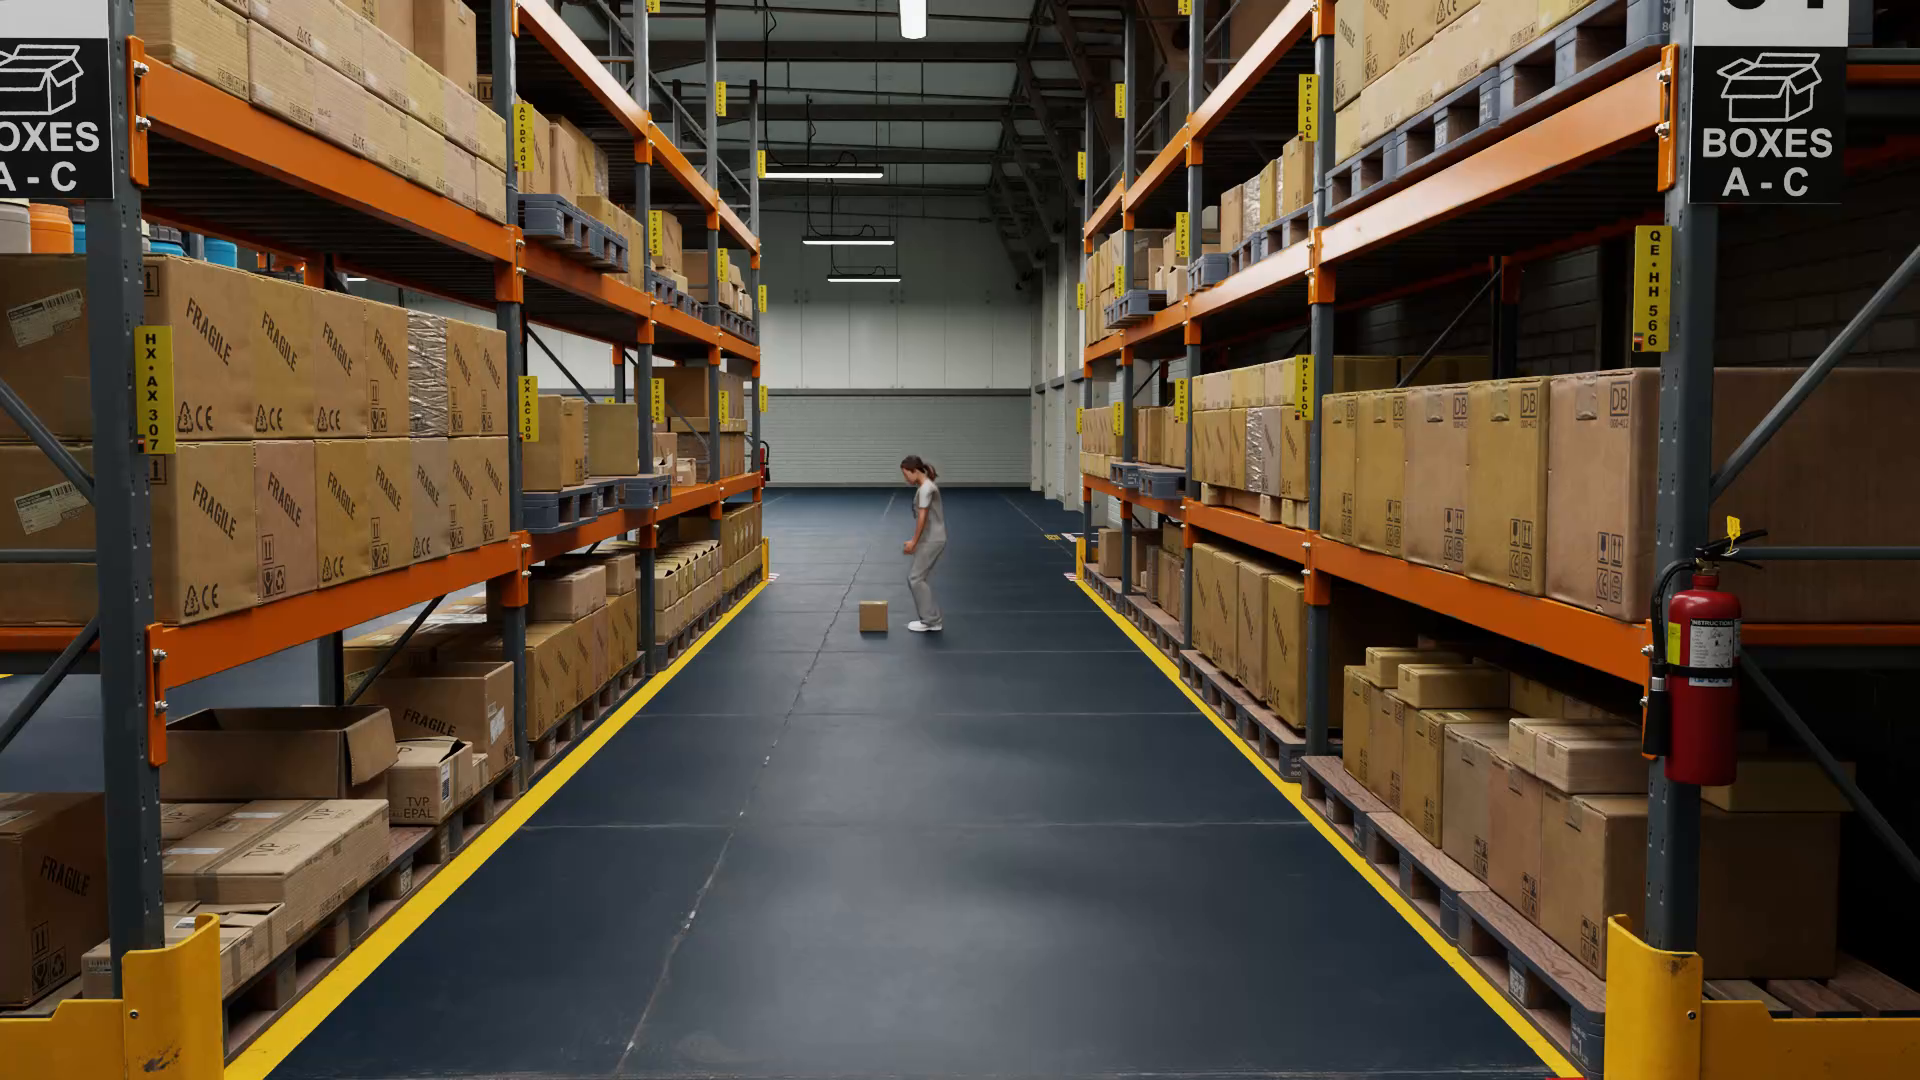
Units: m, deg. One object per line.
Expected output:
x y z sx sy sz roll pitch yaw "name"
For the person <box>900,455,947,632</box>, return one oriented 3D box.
-0.329 0.028 15.154 0.426 1.603 0.468 0 4 0 "person"
